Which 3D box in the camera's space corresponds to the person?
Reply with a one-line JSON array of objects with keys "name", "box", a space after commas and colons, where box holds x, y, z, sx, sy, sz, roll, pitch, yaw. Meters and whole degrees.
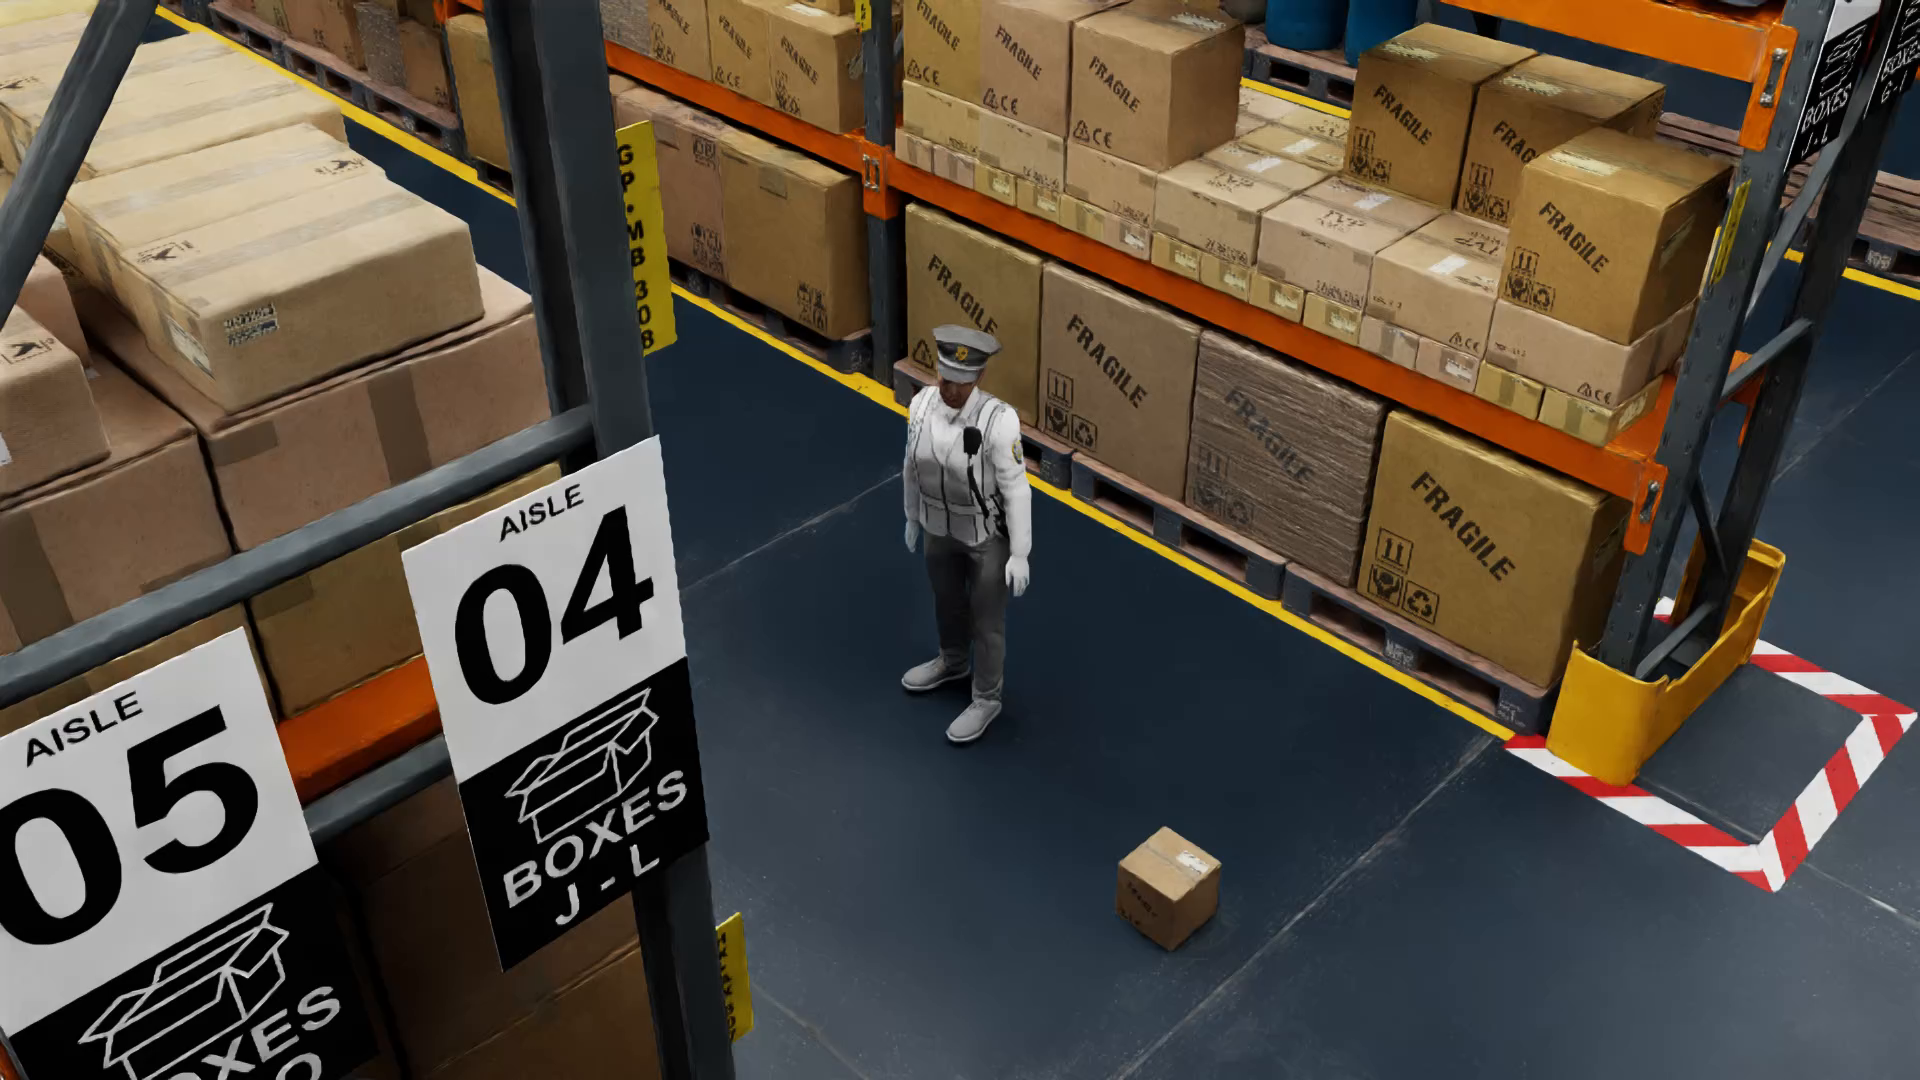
[{"name": "person", "box": [0.015, -0.014, 6.118, 0.596, 1.684, 0.413, 20, 40, 26]}]
